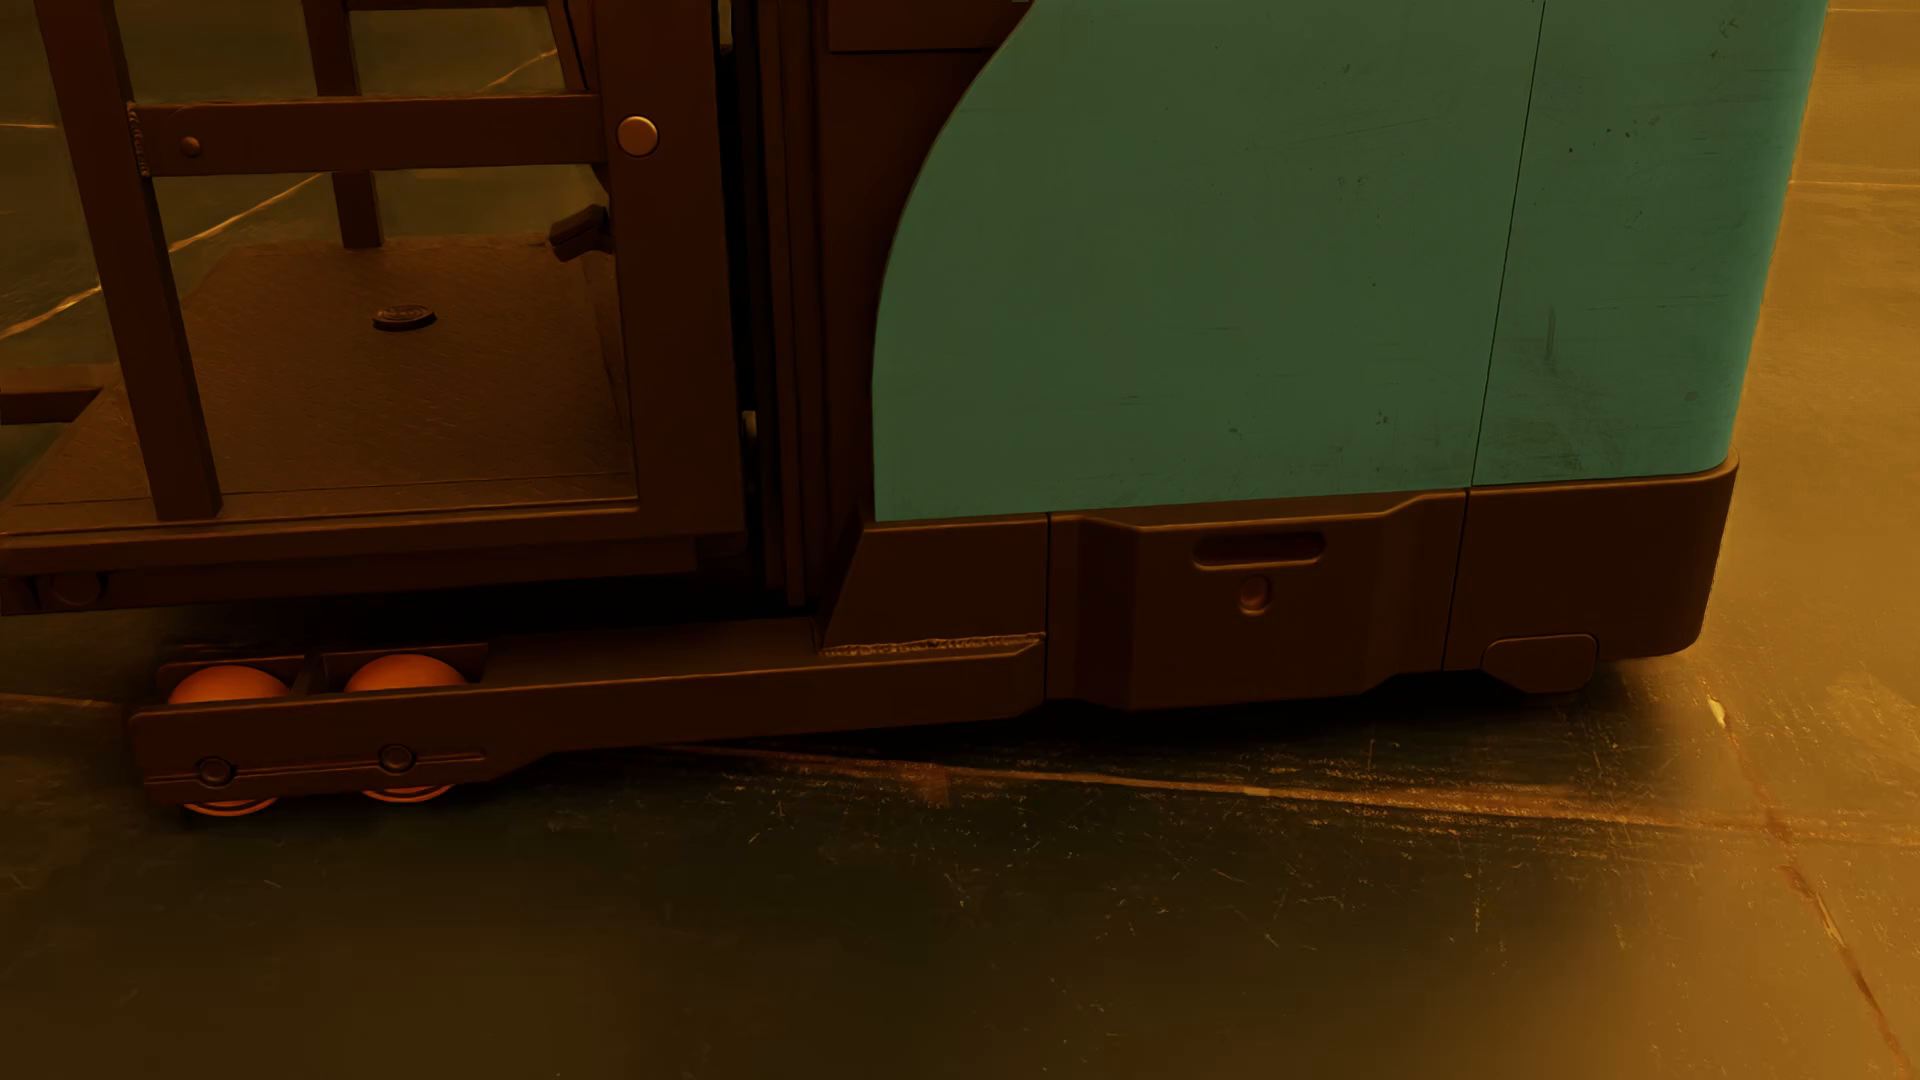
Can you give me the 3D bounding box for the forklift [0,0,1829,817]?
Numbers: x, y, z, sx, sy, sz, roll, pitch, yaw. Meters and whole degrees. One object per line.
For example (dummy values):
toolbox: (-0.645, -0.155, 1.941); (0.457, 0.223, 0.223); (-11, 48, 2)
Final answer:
forklift: (-0.612, -1.251, 1.725); (3.031, 2.935, 1.130); (-3, 27, -7)
